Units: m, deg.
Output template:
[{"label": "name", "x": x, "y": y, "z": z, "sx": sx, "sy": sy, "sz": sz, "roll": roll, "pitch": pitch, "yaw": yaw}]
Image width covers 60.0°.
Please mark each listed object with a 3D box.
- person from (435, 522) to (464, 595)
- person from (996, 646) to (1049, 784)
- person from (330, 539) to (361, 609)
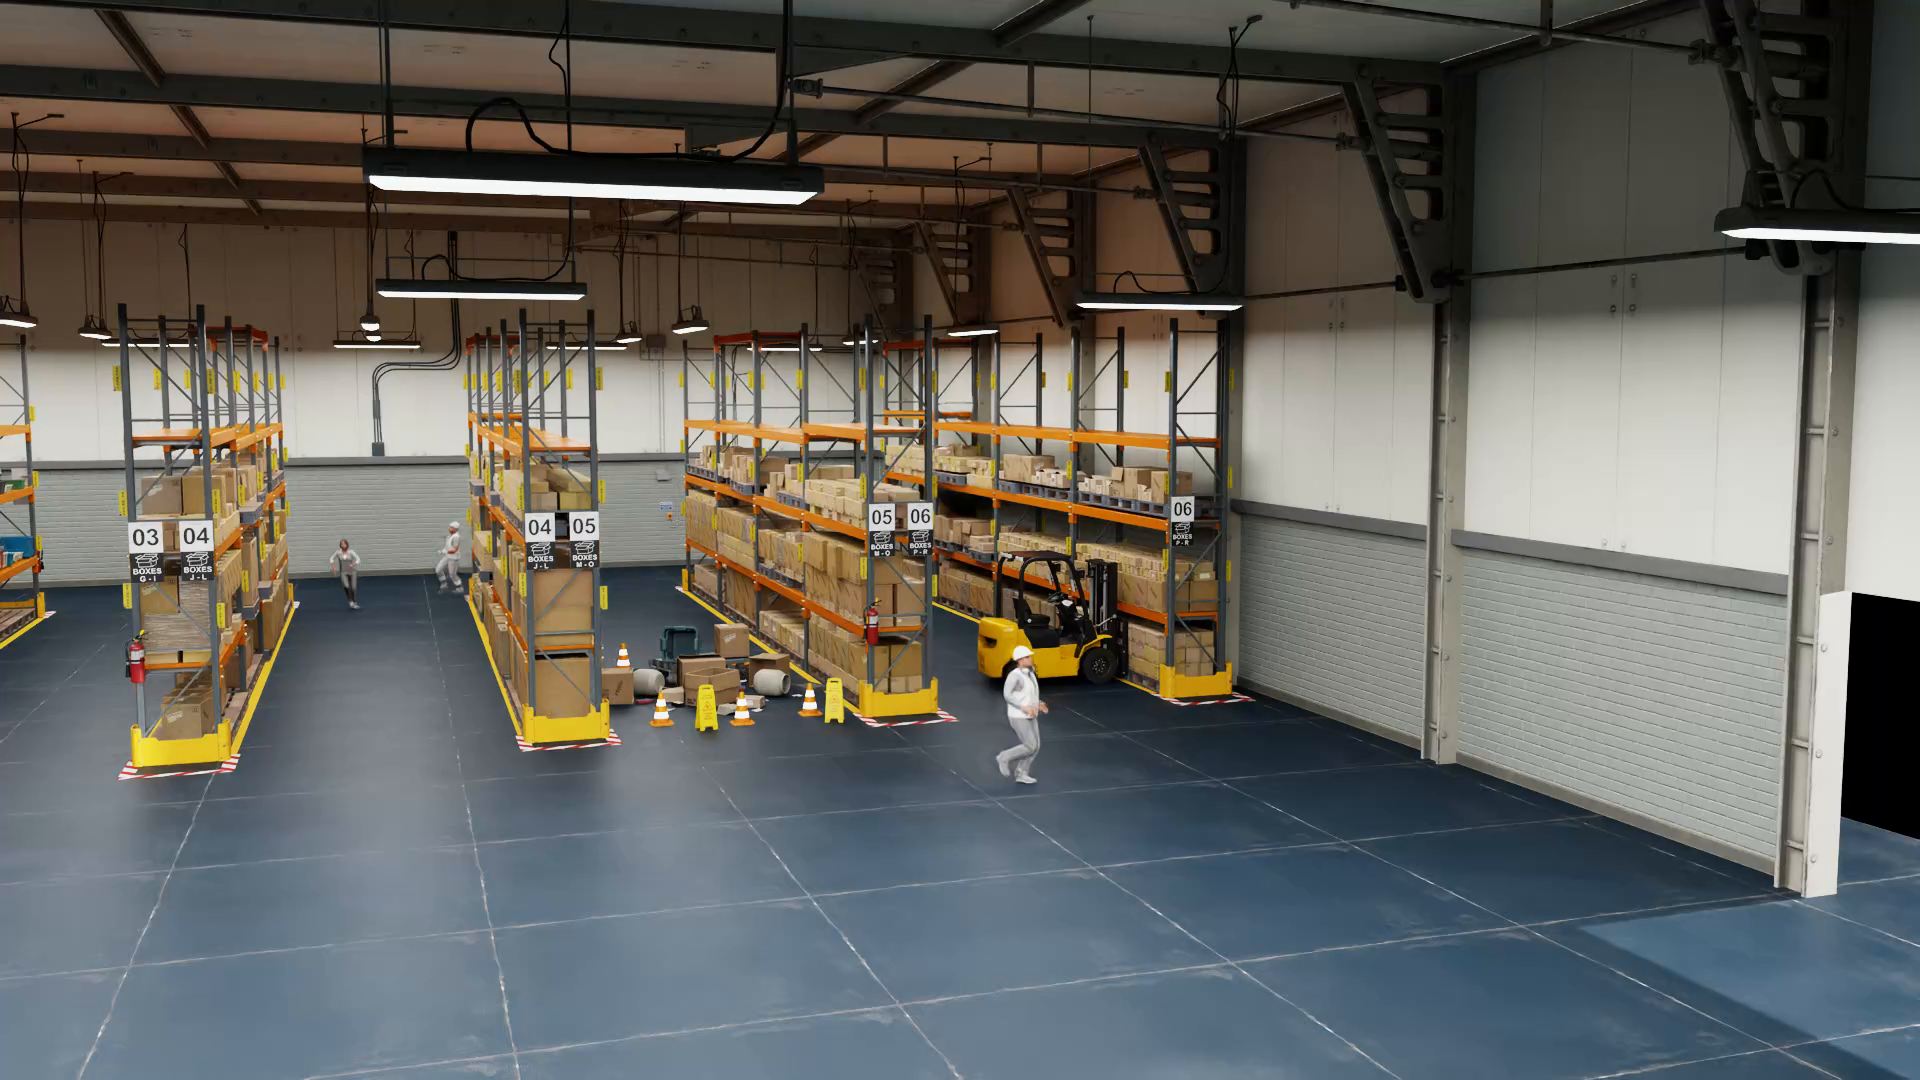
[{"label": "person", "x": -11.878, "y": 0.430, "z": 38.825, "sx": 0.680, "sy": 1.731, "sz": 0.688, "roll": -5, "pitch": 7, "yaw": -40}, {"label": "person", "x": 0.771, "y": 2.175, "z": 20.752, "sx": 0.580, "sy": 1.727, "sz": 0.646, "roll": 3, "pitch": 6, "yaw": 27}, {"label": "person", "x": -13.511, "y": 0.750, "z": 36.598, "sx": 0.615, "sy": 1.552, "sz": 0.611, "roll": -2, "pitch": 6, "yaw": -24}]
